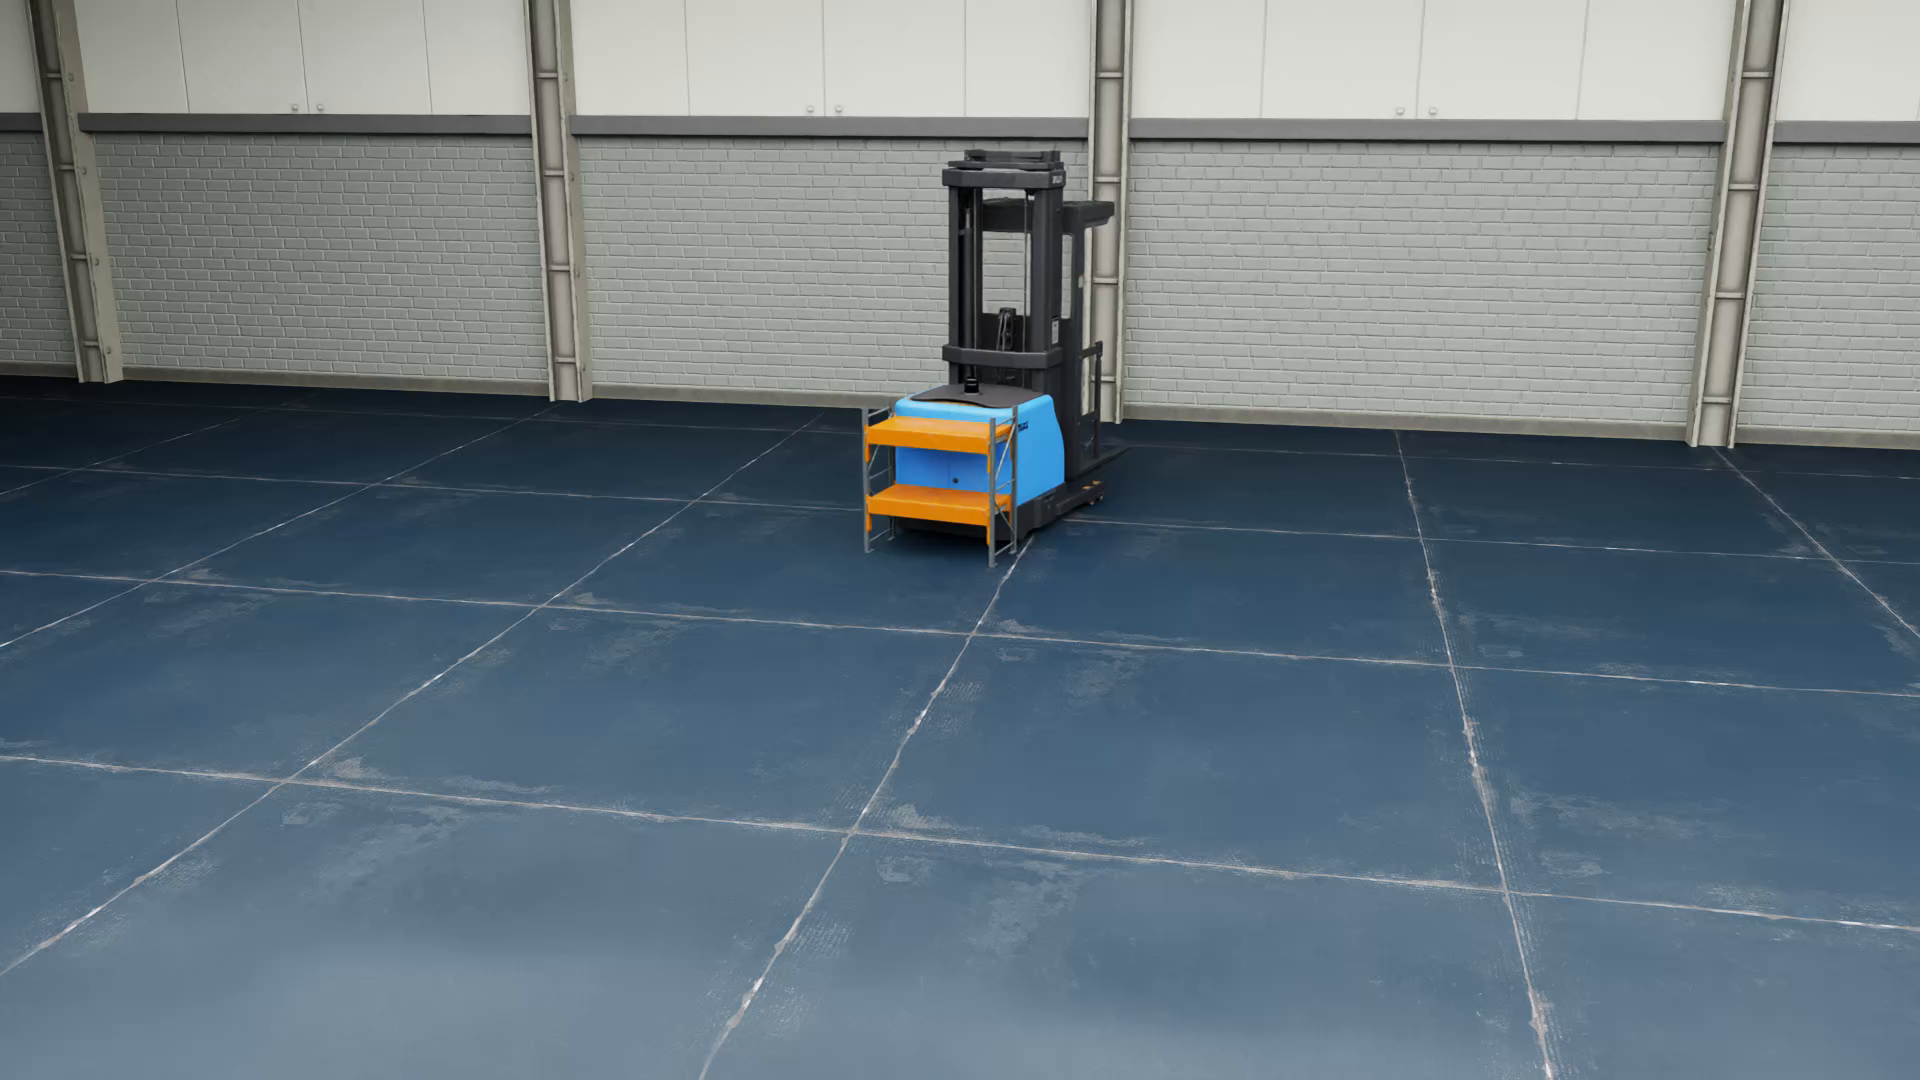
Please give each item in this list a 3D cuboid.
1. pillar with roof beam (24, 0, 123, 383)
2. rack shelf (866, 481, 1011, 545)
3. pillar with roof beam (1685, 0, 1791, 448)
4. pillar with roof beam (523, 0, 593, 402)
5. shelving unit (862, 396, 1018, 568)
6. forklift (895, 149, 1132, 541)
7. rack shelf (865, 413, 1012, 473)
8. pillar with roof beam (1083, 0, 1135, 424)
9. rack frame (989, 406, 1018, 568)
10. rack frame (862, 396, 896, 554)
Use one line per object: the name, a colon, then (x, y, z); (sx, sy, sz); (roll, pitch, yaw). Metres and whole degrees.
pillar with roof beam: (-11.107, -5.115, 14.599); (0.400, 9.000, 9.100); (3, 16, 11)
rack shelf: (-0.147, -0.213, 12.570); (1.000, 0.278, 0.538); (6, 17, 22)
pillar with roof beam: (6.532, -4.157, 11.142); (0.400, 9.000, 9.100); (3, 16, 11)
pillar with roof beam: (-5.227, -4.795, 13.447); (0.400, 9.000, 9.100); (3, 16, 11)
shelving unit: (-0.147, -0.449, 12.505); (1.048, 1.125, 0.538); (6, 17, 22)
forklift: (0.598, -1.752, 13.827); (1.130, 2.935, 3.031); (8, 17, 26)
rack shelf: (-0.147, -0.731, 12.427); (1.000, 0.278, 0.538); (6, 17, 22)
pillar with roof beam: (0.653, -4.476, 12.294); (0.400, 9.000, 9.100); (3, 16, 11)
rack frame: (0.322, -0.396, 12.316); (0.032, 1.125, 0.500); (6, 17, 22)
rack frame: (-0.616, -0.501, 12.694); (0.032, 1.125, 0.500); (6, 17, 22)
